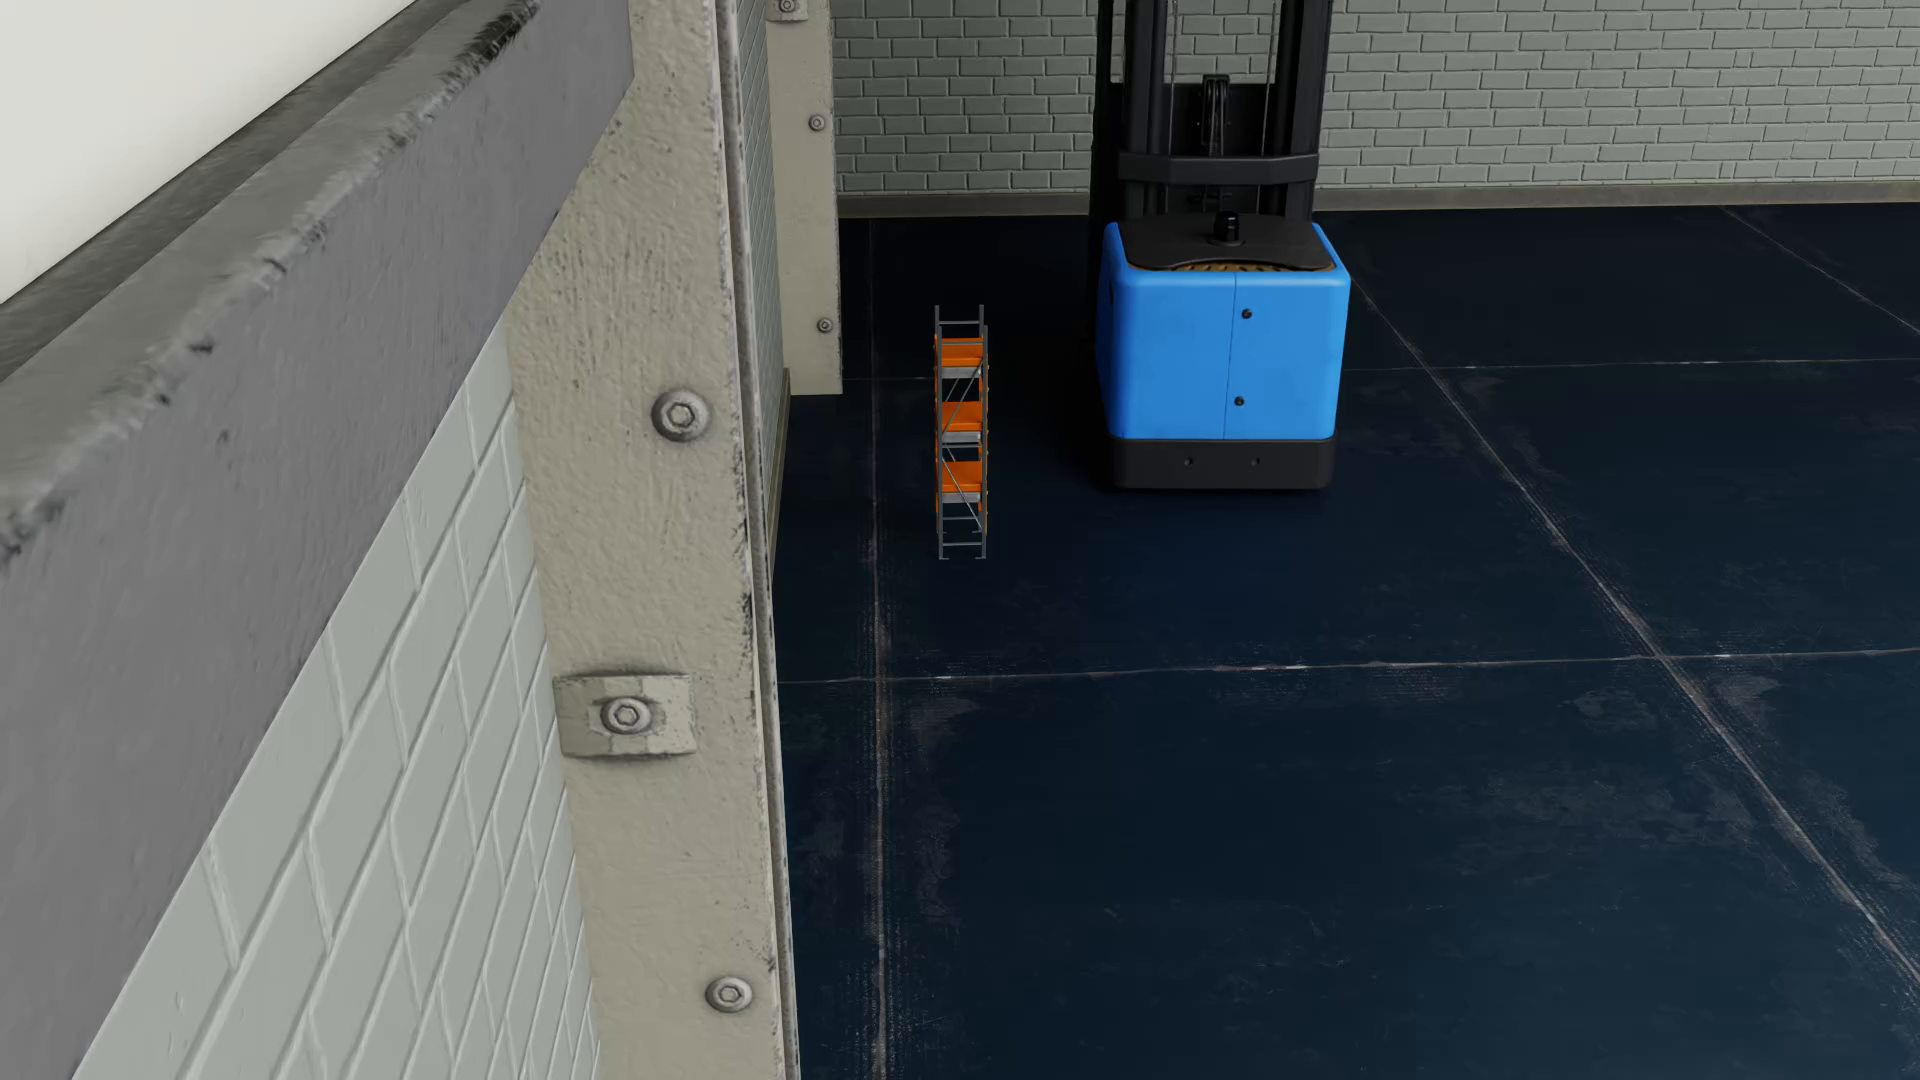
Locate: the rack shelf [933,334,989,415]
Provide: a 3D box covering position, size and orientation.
[{"bbox_3d":[0.003,-0.683,6.834,0.215,0.259,0.240,-1,28,-3],"label":"rack shelf"}]

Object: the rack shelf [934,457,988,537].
[{"bbox_3d":[0.003,-0.185,7.093,0.215,0.259,0.240,-1,28,-3],"label":"rack shelf"}]

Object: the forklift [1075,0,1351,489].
[{"bbox_3d":[1.194,-2.168,8.237,1.130,2.935,3.031,0,28,1],"label":"forklift"}]

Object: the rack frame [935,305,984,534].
[{"bbox_3d":[-0.004,-0.497,7.068,0.200,1.050,0.008,-1,28,-3],"label":"rack frame"}]

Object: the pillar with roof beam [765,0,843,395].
[{"bbox_3d":[3.519,-4.948,7.006,9.100,9.000,0.400,-1,28,-3],"label":"pillar with roof beam"}]

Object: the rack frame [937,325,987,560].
[{"bbox_3d":[0.009,-0.384,6.852,0.200,1.050,0.008,-1,28,-3],"label":"rack frame"}]

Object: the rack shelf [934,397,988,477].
[{"bbox_3d":[0.003,-0.431,6.965,0.215,0.259,0.240,-1,28,-3],"label":"rack shelf"}]

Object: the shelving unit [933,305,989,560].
[{"bbox_3d":[0.003,-0.441,6.960,0.215,1.050,0.252,-1,28,-3],"label":"shelving unit"}]
